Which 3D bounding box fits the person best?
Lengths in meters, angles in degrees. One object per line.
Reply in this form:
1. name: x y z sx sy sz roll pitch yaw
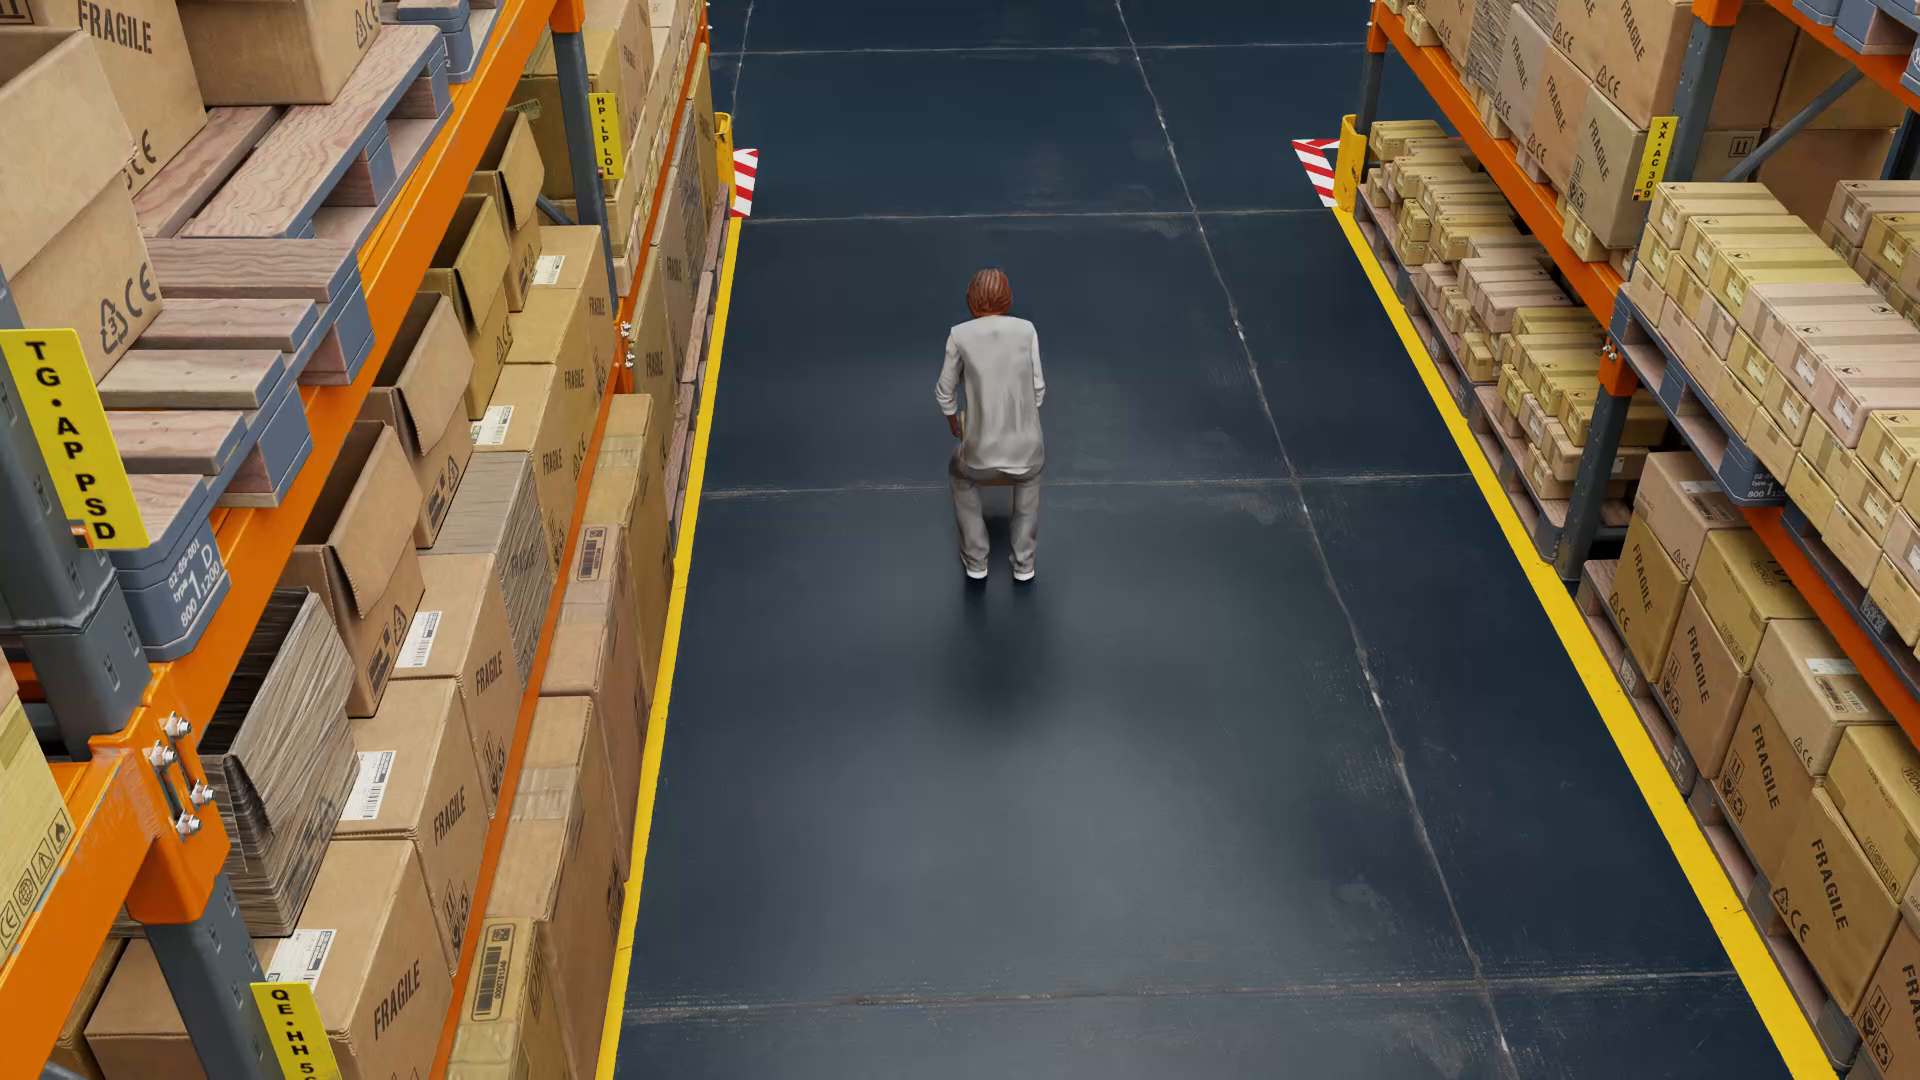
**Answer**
1. person: 0.132 -0.438 7.003 0.462 1.325 0.639 -1 36 -2
